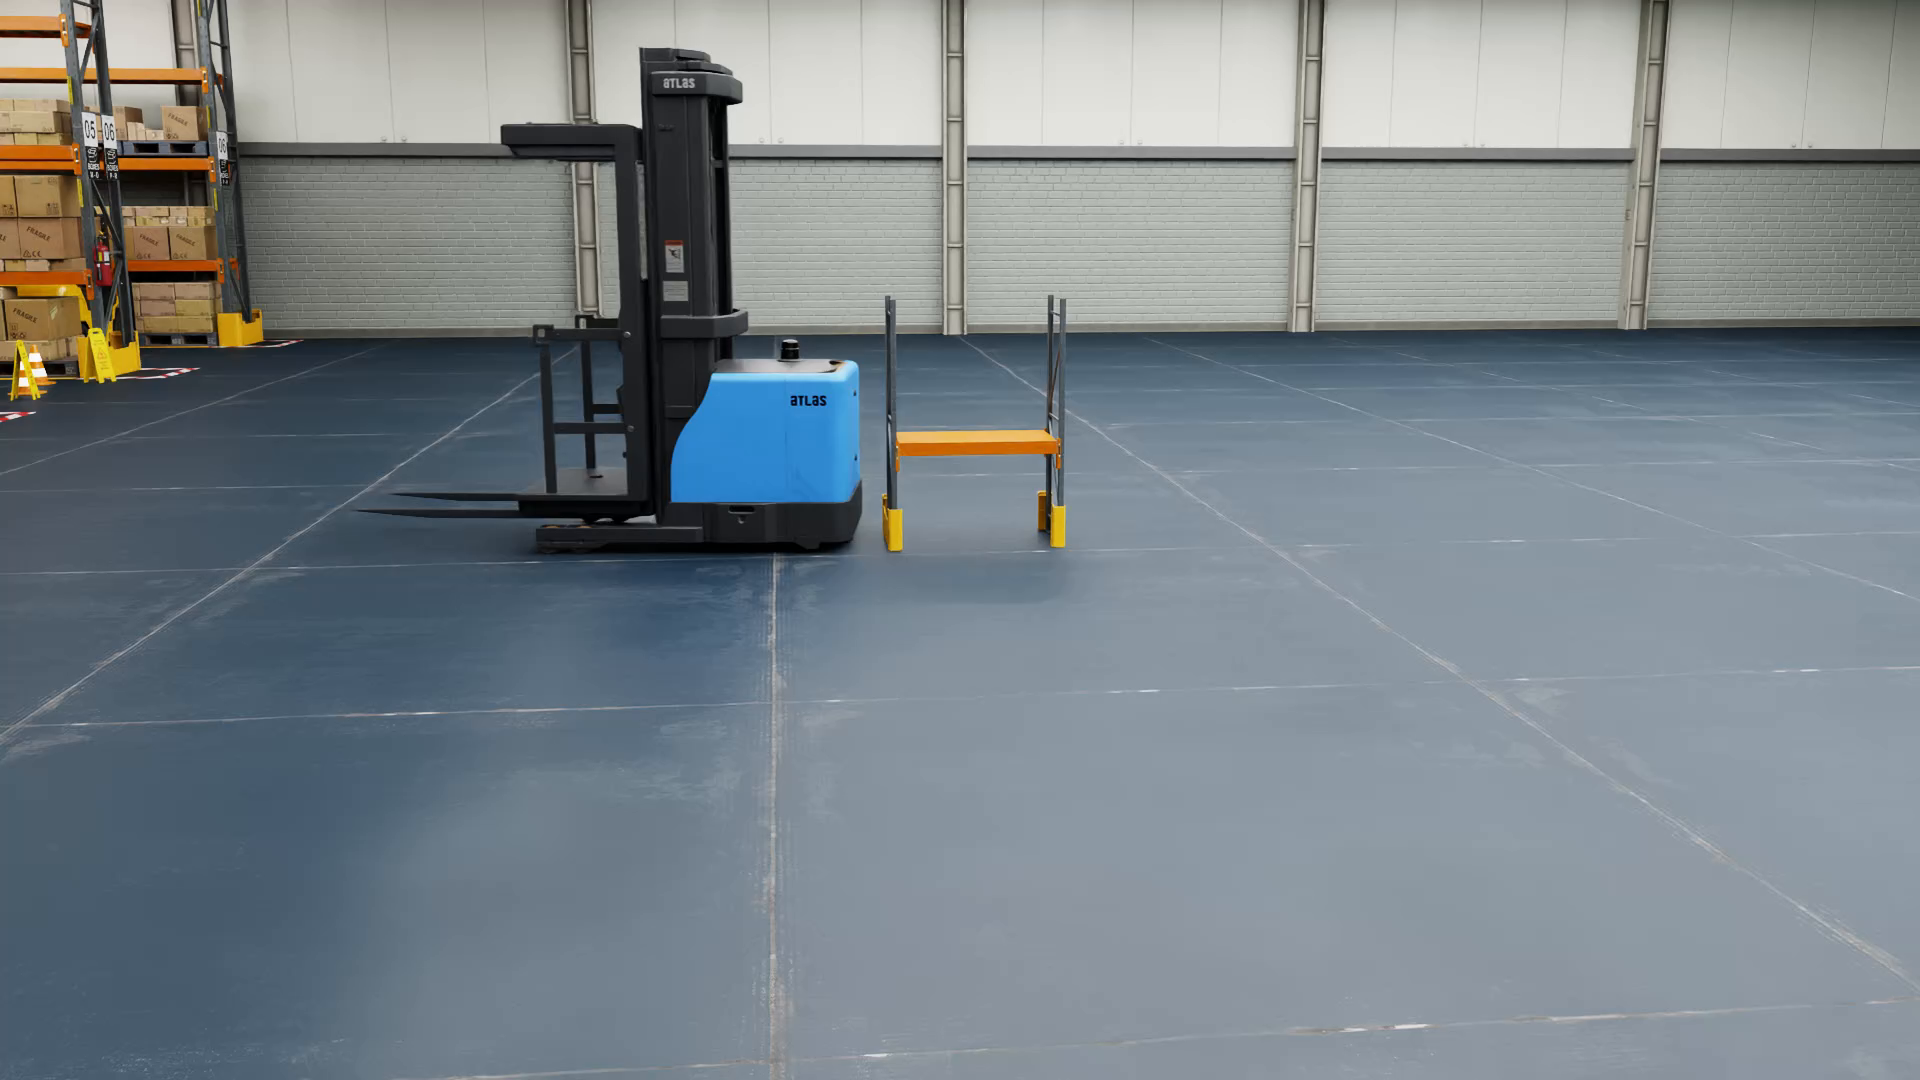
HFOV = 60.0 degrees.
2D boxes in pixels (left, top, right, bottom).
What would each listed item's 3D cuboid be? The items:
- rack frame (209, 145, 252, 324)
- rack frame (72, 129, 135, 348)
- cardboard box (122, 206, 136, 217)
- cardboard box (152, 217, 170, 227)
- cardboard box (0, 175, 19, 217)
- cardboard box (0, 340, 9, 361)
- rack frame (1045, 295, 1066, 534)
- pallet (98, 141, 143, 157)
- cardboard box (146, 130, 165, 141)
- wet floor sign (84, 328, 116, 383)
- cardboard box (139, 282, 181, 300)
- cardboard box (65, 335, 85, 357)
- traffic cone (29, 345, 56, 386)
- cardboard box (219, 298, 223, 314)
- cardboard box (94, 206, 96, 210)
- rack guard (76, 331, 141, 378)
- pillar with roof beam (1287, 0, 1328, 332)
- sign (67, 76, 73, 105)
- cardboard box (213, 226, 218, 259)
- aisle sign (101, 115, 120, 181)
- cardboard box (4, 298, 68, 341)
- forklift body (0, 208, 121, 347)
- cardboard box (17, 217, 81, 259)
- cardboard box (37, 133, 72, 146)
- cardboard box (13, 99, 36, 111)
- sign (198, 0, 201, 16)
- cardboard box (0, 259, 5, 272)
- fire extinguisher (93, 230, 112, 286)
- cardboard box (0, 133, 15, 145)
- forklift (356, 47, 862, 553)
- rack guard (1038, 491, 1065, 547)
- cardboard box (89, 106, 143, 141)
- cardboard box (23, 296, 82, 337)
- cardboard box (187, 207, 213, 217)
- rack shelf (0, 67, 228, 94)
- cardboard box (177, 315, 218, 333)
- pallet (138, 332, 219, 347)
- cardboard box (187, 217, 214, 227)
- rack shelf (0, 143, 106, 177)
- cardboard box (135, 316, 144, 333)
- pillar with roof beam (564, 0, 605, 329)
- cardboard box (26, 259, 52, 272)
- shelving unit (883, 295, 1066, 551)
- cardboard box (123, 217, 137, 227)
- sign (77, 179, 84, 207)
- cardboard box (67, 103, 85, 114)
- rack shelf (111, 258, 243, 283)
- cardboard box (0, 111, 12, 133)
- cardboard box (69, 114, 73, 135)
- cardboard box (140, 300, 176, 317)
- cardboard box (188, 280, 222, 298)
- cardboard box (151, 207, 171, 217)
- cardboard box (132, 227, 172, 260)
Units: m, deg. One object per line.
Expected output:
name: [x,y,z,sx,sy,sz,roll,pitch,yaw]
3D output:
rack frame: [-11.235,-4.537,25.668,0.127,3.000,1.000,-1,11,-6]
rack frame: [-10.695,-3.585,20.826,0.127,3.000,1.000,-1,11,-6]
cardboard box: [-12.570,-4.963,25.123,0.250,0.149,0.380,-1,11,-5]
cardboard box: [-12.065,-4.838,25.261,0.250,0.149,0.380,-1,11,-5]
cardboard box: [-11.683,-4.209,20.378,0.500,0.500,0.700,-1,11,-6]
cardboard box: [-11.985,-2.364,20.655,0.500,0.250,0.500,-1,11,-6]
rack frame: [0.590,-0.748,10.286,0.032,1.500,0.500,-1,11,-6]
pallet: [-13.156,-5.929,25.205,1.213,0.211,1.003,-1,11,-6]
cardboard box: [-12.026,-6.065,24.968,0.250,0.149,0.380,-2,11,-8]
wet floor sign: [-10.390,-2.228,20.029,0.232,0.644,0.267,3,11,14]
cardboard box: [-12.166,-3.803,25.383,0.500,0.250,0.500,-1,11,-5]
cardboard box: [-11.527,-2.478,21.235,0.500,0.250,0.500,-1,11,-7]
traffic cone: [-10.983,-2.084,19.767,0.334,0.463,0.336,-1,11,-6]
cardboard box: [-11.725,-3.669,25.997,0.500,0.250,0.500,-1,11,-5]
cardboard box: [-13.092,-4.969,25.155,0.250,0.149,0.380,-1,11,-5]
rack guard: [-10.770,-2.357,21.059,0.348,0.500,1.175,-1,11,-6]
pillar with roof beam: [6.335,-7.188,23.602,0.400,9.000,9.100,-1,11,-6]
sign: [-10.655,-5.384,19.908,0.005,0.325,0.100,-1,11,-6]
cardboard box: [-11.757,-4.629,25.876,0.500,0.500,0.500,-1,11,-4]
aisle sign: [-10.667,-4.921,20.884,0.004,0.787,0.394,-1,11,-6]
cardboard box: [-11.463,-2.743,20.639,0.500,0.500,0.500,-1,11,-6]
forklift body: [-12.923,-3.731,23.769,1.214,2.155,2.313,-1,11,-6]
cardboard box: [-11.205,-3.716,20.461,0.500,0.500,0.500,-1,11,-7]
cardboard box: [-11.019,-4.872,20.250,0.250,0.149,0.380,-1,11,-6]
cardboard box: [-11.260,-5.263,20.170,0.250,0.149,0.380,-1,11,-5]
sign: [-11.190,-7.873,24.460,0.005,0.325,0.100,-1,11,-6]
cardboard box: [-11.793,-3.374,20.404,0.250,0.149,0.380,-1,11,-5]
fire extinguisher: [-10.531,-3.461,20.396,0.183,0.674,0.296,-1,11,-6]
cardboard box: [-11.531,-4.862,20.197,0.250,0.149,0.380,-1,11,-4]
forklift: [-2.161,-1.459,10.193,3.031,2.935,1.130,0,11,1]
rack guard: [0.571,-0.135,10.405,0.087,0.250,0.587,-1,11,-6]
cardboard box: [-12.677,-6.254,25.023,0.500,0.500,0.700,-1,11,-6]
cardboard box: [-11.550,-2.845,21.160,0.500,0.500,0.500,-2,11,-8]
cardboard box: [-11.568,-5.002,25.323,0.250,0.149,0.380,-1,11,-6]
rack shelf: [-13.223,-6.889,24.985,4.000,0.370,1.077,-1,11,-6]
cardboard box: [-11.668,-3.323,25.534,0.500,0.250,0.500,-1,11,-6]
pallet: [-11.990,-3.144,25.815,1.213,0.211,1.003,-1,11,-6]
cardboard box: [-11.549,-4.843,25.285,0.250,0.149,0.380,-1,11,-5]
rack shelf: [-12.683,-4.662,20.394,4.000,0.370,1.077,-1,11,-6]
cardboard box: [-12.661,-3.306,25.447,0.500,0.250,0.500,-1,11,-5]
pillar with roof beam: [-5.594,-6.938,22.331,0.400,9.000,9.100,-1,11,-6]
cardboard box: [-11.283,-3.386,20.467,0.250,0.149,0.380,-1,11,-7]
shelving unit: [0.076,-0.738,10.231,1.083,1.500,0.587,-1,11,-6]
cardboard box: [-12.573,-4.821,25.172,0.250,0.149,0.380,-2,11,-8]
sign: [-10.655,-4.201,20.140,0.005,0.325,0.100,-1,11,-6]
cardboard box: [-11.070,-5.356,20.645,0.250,0.149,0.380,-1,11,-6]
rack shelf: [-13.223,-4.142,25.525,4.000,0.370,1.077,-1,11,-6]
cardboard box: [-11.676,-5.059,20.166,0.500,0.250,0.500,-1,11,-7]
cardboard box: [-11.224,-5.169,20.729,0.500,0.250,0.500,-1,11,-7]
cardboard box: [-12.185,-3.560,25.445,0.500,0.250,0.500,-1,11,-7]
cardboard box: [-11.733,-3.910,25.930,0.500,0.250,0.500,-1,11,-7]
cardboard box: [-12.067,-4.980,25.213,0.250,0.149,0.380,-1,11,-5]
cardboard box: [-12.212,-4.516,25.304,0.500,0.500,0.500,-1,11,-4]
